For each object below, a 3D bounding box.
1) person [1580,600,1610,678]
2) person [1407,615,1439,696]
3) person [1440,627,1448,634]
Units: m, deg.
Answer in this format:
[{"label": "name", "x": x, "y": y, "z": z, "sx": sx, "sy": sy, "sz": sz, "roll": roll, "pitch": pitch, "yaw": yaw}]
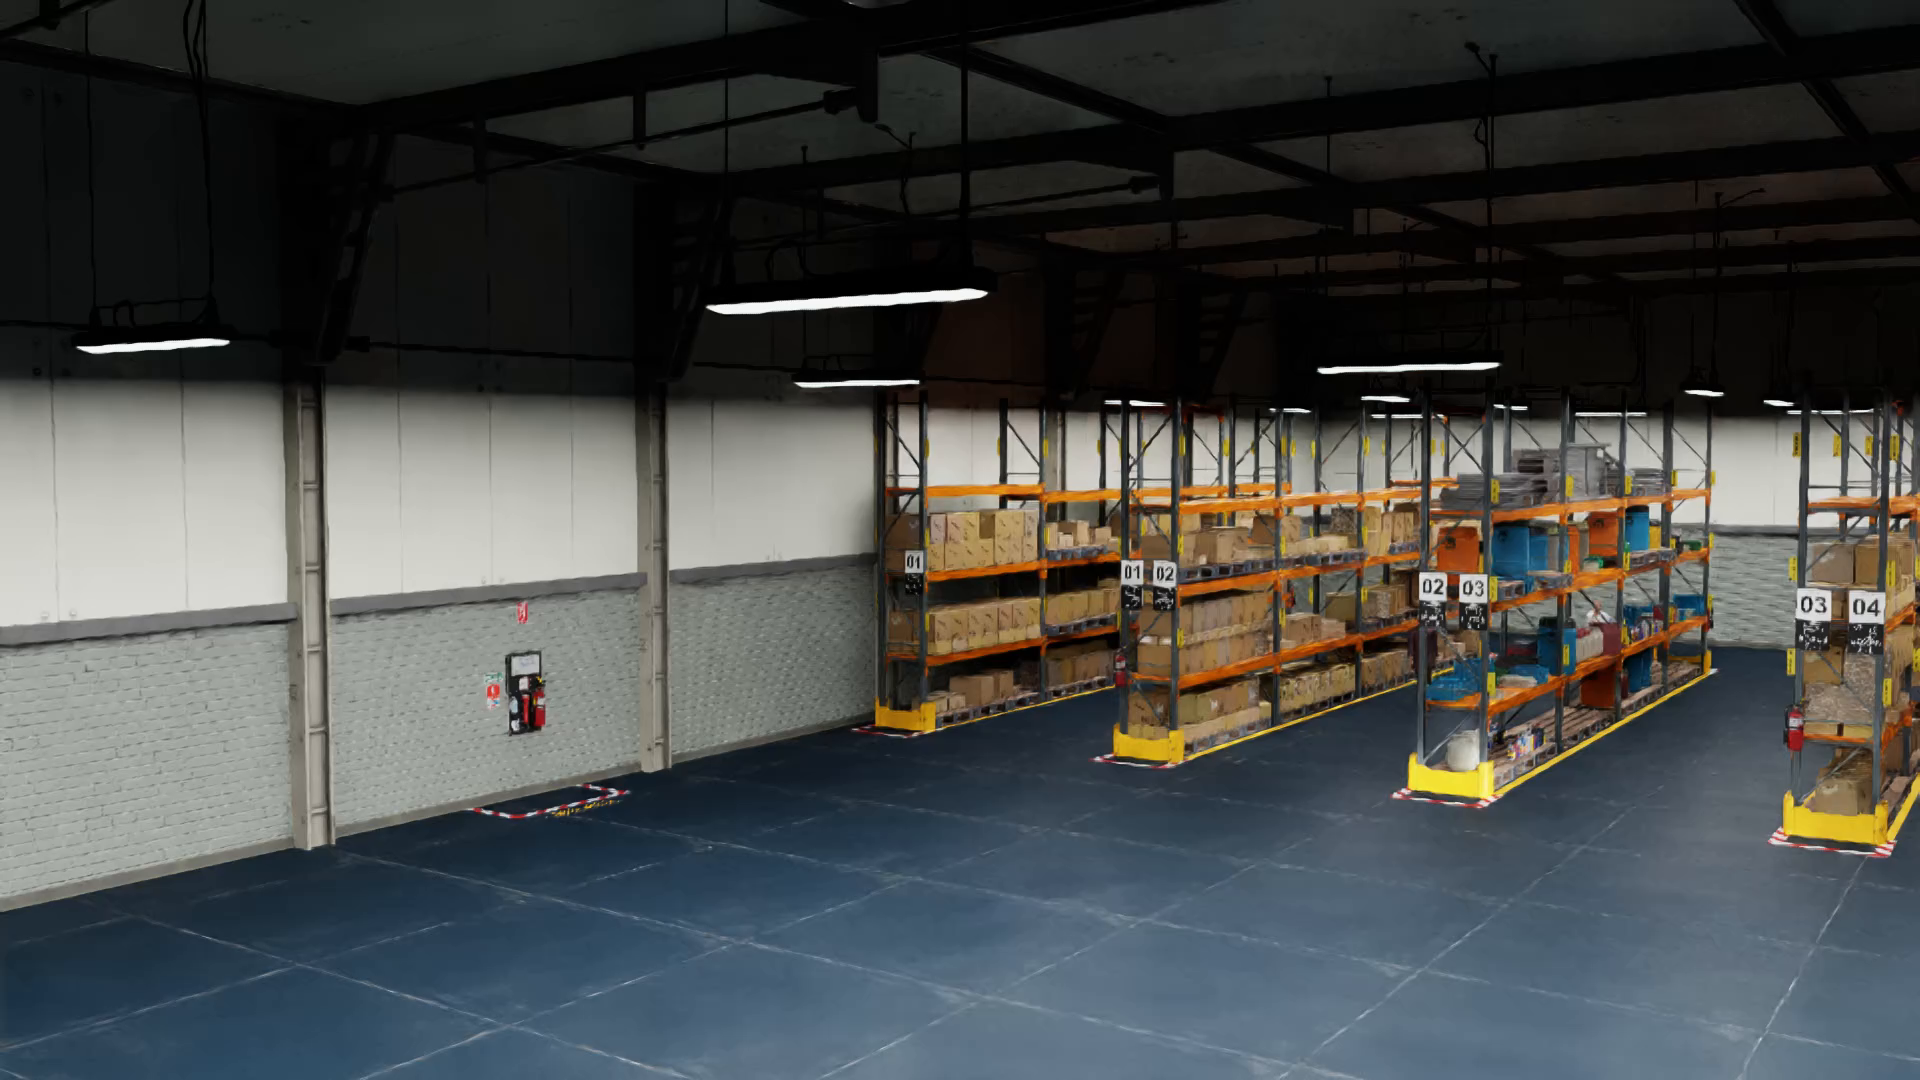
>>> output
[{"label": "person", "x": 13.723, "y": 2.140, "z": 35.823, "sx": 0.571, "sy": 1.716, "sz": 1.103, "roll": 3, "pitch": 4, "yaw": 43}, {"label": "person", "x": 9.146, "y": 2.297, "z": 32.932, "sx": 0.580, "sy": 1.709, "sz": 1.104, "roll": 2, "pitch": 4, "yaw": 26}, {"label": "person", "x": 12.447, "y": 1.701, "z": 43.402, "sx": 0.737, "sy": 1.761, "sz": 0.561, "roll": -1, "pitch": 3, "yaw": -20}]
